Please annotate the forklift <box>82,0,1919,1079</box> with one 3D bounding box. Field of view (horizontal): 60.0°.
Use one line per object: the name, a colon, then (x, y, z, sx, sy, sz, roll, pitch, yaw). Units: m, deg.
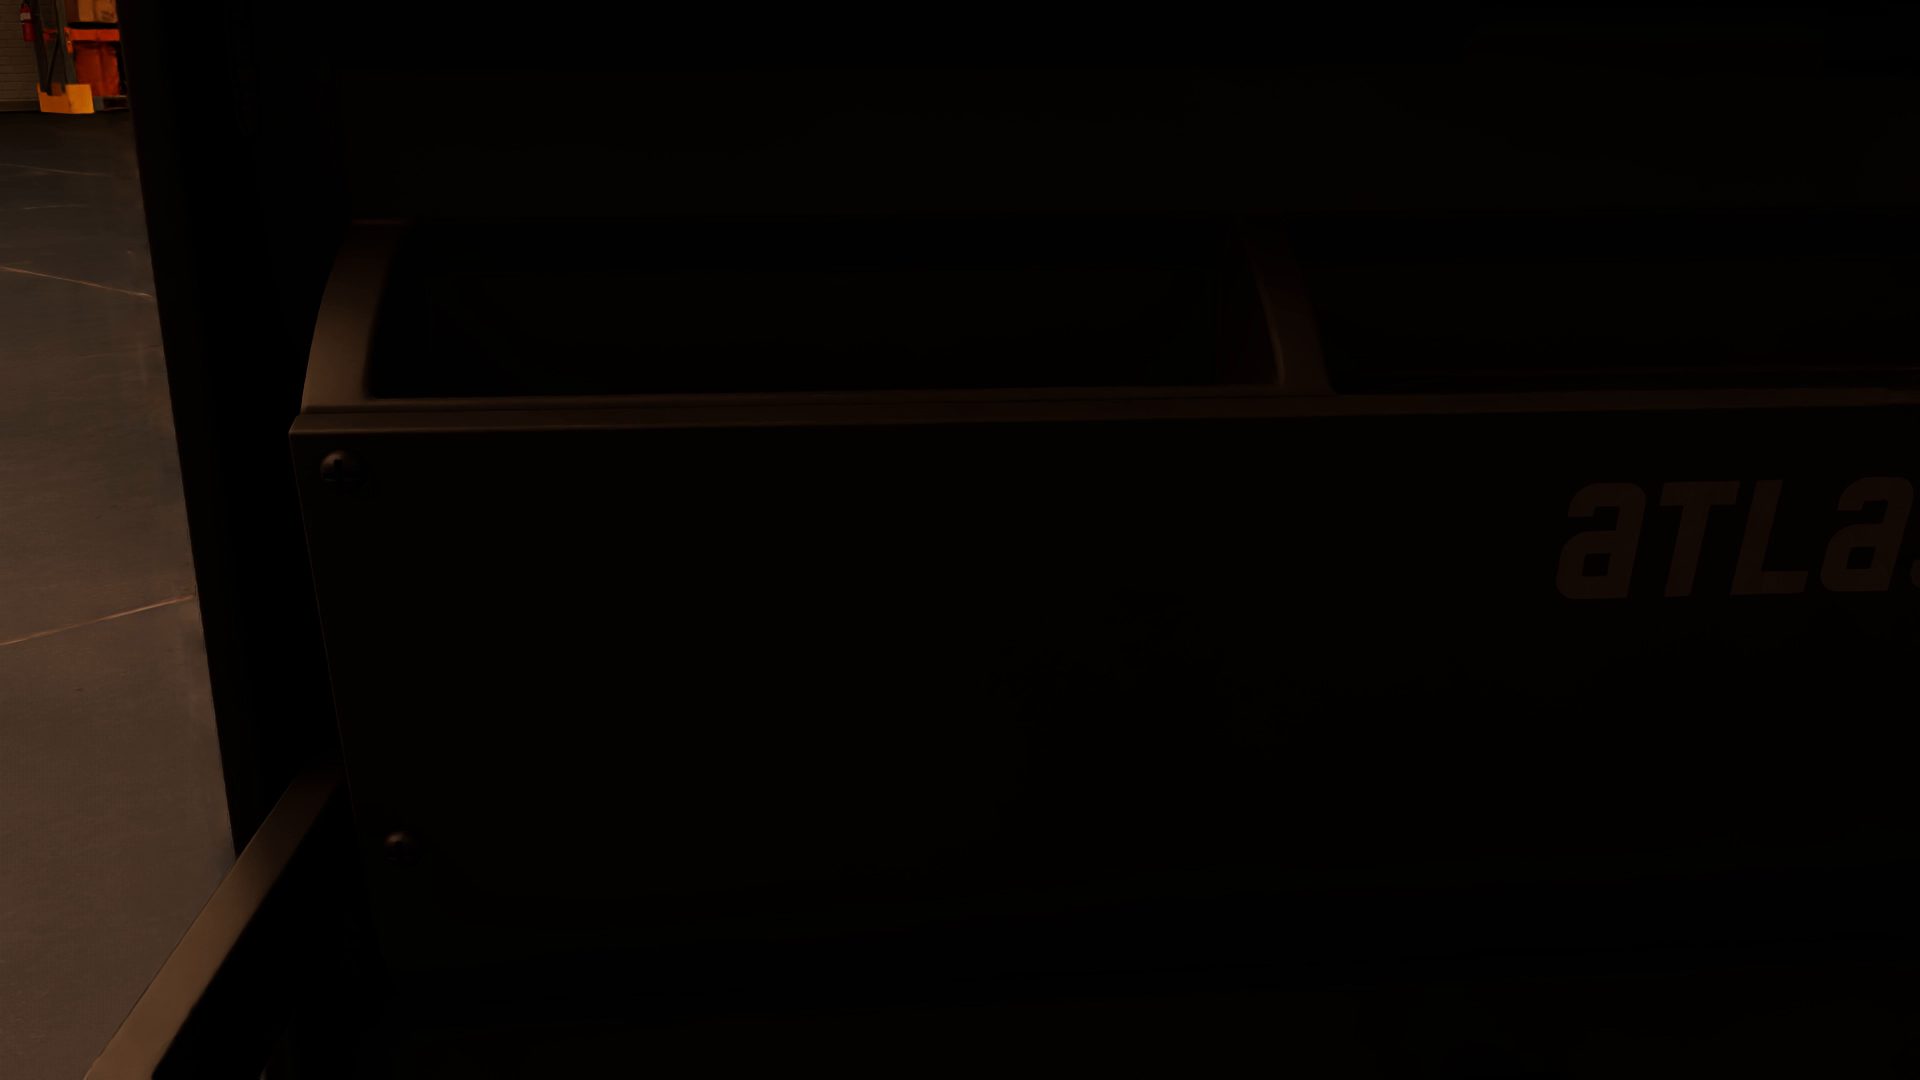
forklift: (0.183, -0.484, 0.491, 1.130, 2.935, 3.031, -1, 17, -5)
